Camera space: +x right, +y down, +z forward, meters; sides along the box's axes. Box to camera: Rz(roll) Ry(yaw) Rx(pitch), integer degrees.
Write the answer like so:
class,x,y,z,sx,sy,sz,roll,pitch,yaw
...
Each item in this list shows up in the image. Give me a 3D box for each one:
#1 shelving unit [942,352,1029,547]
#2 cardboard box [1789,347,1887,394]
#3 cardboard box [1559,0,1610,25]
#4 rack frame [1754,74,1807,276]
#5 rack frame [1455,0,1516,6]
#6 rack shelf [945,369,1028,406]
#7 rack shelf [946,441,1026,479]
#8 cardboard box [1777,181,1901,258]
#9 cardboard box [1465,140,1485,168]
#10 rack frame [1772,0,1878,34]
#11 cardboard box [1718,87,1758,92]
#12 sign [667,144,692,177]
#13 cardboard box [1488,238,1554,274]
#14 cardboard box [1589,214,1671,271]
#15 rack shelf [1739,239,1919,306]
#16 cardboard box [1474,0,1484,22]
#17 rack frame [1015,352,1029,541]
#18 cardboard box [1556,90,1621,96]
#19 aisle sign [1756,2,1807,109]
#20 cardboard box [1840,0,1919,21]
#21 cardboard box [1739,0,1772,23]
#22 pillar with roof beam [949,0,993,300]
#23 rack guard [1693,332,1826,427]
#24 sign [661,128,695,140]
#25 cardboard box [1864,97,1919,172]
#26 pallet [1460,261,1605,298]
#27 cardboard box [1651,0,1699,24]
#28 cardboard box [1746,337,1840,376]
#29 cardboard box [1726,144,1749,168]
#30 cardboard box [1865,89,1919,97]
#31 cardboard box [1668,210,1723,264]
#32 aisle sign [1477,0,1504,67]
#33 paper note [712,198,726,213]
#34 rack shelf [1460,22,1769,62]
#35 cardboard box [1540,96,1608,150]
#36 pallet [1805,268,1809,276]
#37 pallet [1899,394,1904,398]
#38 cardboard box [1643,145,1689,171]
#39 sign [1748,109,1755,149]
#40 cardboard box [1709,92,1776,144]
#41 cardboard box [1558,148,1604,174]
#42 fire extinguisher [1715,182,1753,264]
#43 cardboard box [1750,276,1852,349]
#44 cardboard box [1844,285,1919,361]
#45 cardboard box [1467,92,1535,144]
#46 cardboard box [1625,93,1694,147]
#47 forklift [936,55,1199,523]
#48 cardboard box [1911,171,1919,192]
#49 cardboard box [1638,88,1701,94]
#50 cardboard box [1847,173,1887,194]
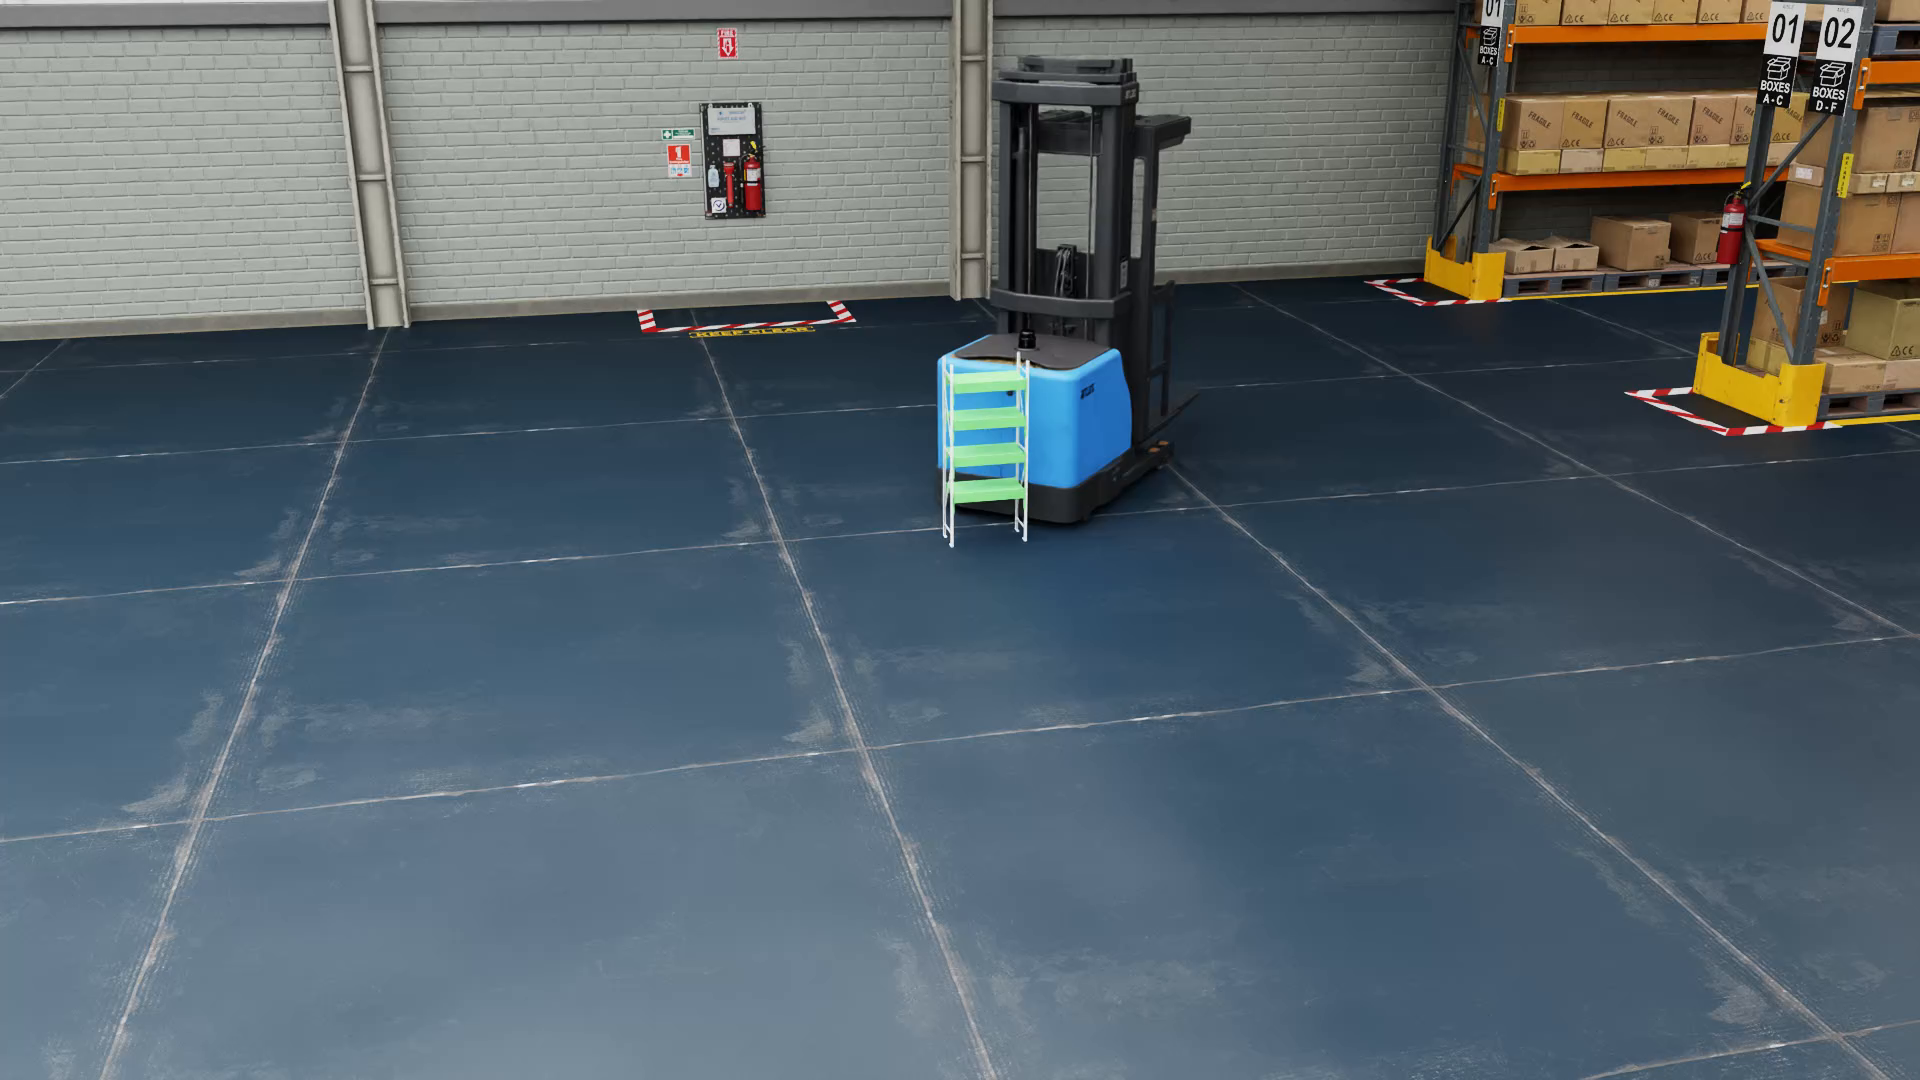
class,x,y,z,sx,sy,sz,roll,pitch,yaw
shelving unit,0.161,-0.576,10.644,0.503,1.200,0.258,-5,21,-12
cardboard box,7.185,-1.391,13.638,0.500,0.250,0.500,-5,21,-12
cardboard box,6.382,-5.613,17.241,0.500,0.500,0.500,-3,20,-9
rack frame,9.361,-4.491,18.715,0.127,3.000,1.000,-5,21,-12
rack frame,5.468,-6.992,16.818,0.127,3.000,1.000,-5,21,-12
rack shelf,0.161,-0.967,10.501,0.480,0.148,0.258,-5,21,-12
rack shelf,0.161,-0.516,10.666,0.480,0.148,0.258,-5,21,-12
cardboard box,7.069,-2.596,13.396,0.500,0.500,0.700,-5,21,-12
cardboard box,5.878,-4.216,18.151,0.500,0.250,0.500,-4,21,-12
rack frame,6.612,-5.334,12.293,0.127,3.000,1.000,-5,21,-12
cardboard box,8.855,-4.815,18.697,0.500,0.500,0.500,-5,21,-14
sign,-2.864,-3.869,16.965,0.234,0.329,0.001,-5,21,-12
cardboard box,6.162,-3.143,18.304,0.500,0.311,0.500,-7,21,-19
cardboard box,7.442,-3.319,18.508,0.500,0.500,0.700,-6,21,-16
rack shelf,8.558,-2.337,13.880,4.000,0.370,1.077,-5,21,-12
cardboard box,5.816,-5.757,17.635,0.500,0.500,0.500,-3,20,-9
rack frame,0.399,-0.596,10.697,0.015,1.200,0.240,-5,21,-12
cardboard box,6.872,-4.653,18.255,0.500,0.500,0.500,-5,21,-14
aisle sign,6.480,-3.831,13.132,0.004,0.787,0.394,-5,21,-12
cardboard box,7.172,-4.281,12.815,0.637,0.503,0.797,-3,20,-9
cardboard box,8.431,-5.798,17.745,0.500,0.500,0.500,-6,21,-17
pillar with roof beam,1.102,-5.421,12.530,0.400,9.000,9.100,-5,21,-12
rack guard,6.588,-1.341,13.749,0.348,0.500,1.175,-5,21,-12
sign,-2.858,-4.116,16.867,0.331,0.109,0.001,-5,21,-12
cardboard box,7.631,-3.253,13.303,0.500,0.500,0.700,-5,21,-14
pallet,6.341,-2.924,18.490,1.213,0.211,1.003,-5,21,-12
cardboard box,7.403,-5.705,17.492,0.500,0.500,0.500,-3,20,-9
cardboard box,7.066,-1.564,14.111,0.500,0.250,0.500,-5,21,-12
cardboard box,8.483,-4.255,18.258,0.500,0.250,0.500,-5,21,-12
cardboard box,10.409,-4.816,18.815,0.500,0.500,0.700,-3,20,-7
cardboard box,8.360,-3.429,18.808,0.500,0.500,0.500,-6,21,-17
aisle sign,5.467,-5.289,17.113,0.004,0.787,0.394,-5,21,-12
paper note,-2.490,-3.457,17.173,0.142,0.148,0.016,-5,21,-12
rack shelf,7.415,-5.404,17.890,4.000,0.370,1.077,-5,21,-12
cardboard box,6.485,-4.439,17.670,0.500,0.500,0.500,-5,21,-12
pallet,10.118,-3.244,19.364,1.213,0.211,1.003,-5,21,-12
pallet,8.531,-1.377,14.268,1.213,0.211,1.003,-5,21,-12
cardboard box,7.508,-4.170,18.025,0.500,0.250,0.500,-4,21,-12
sign,6.500,-3.355,13.583,0.005,0.325,0.100,-5,21,-12
cardboard box,8.488,-4.600,18.110,0.500,0.500,0.500,-5,21,-13
cardboard box,6.518,-4.092,17.813,0.500,0.250,0.500,-5,21,-14
fire extinguisher,6.390,-2.627,13.737,0.183,0.674,0.296,-5,21,-12
cardboard box,7.065,-1.917,13.984,0.500,0.500,0.500,-5,21,-12
cardboard box,7.671,-1.783,13.619,0.500,0.500,0.500,-5,21,-12
cardboard box,5.878,-4.574,18.040,0.500,0.500,0.500,-5,21,-13
cardboard box,7.489,-4.522,17.898,0.500,0.500,0.500,-4,20,-11
forklift,0.949,-1.952,11.881,1.130,2.935,3.031,10,22,25
cardboard box,7.543,-2.868,13.196,0.250,0.149,0.380,-5,21,-12
cardboard box,7.865,-4.738,18.486,0.500,0.500,0.500,-4,21,-11
cardboard box,7.043,-2.827,13.084,0.250,0.149,0.380,-5,21,-13
